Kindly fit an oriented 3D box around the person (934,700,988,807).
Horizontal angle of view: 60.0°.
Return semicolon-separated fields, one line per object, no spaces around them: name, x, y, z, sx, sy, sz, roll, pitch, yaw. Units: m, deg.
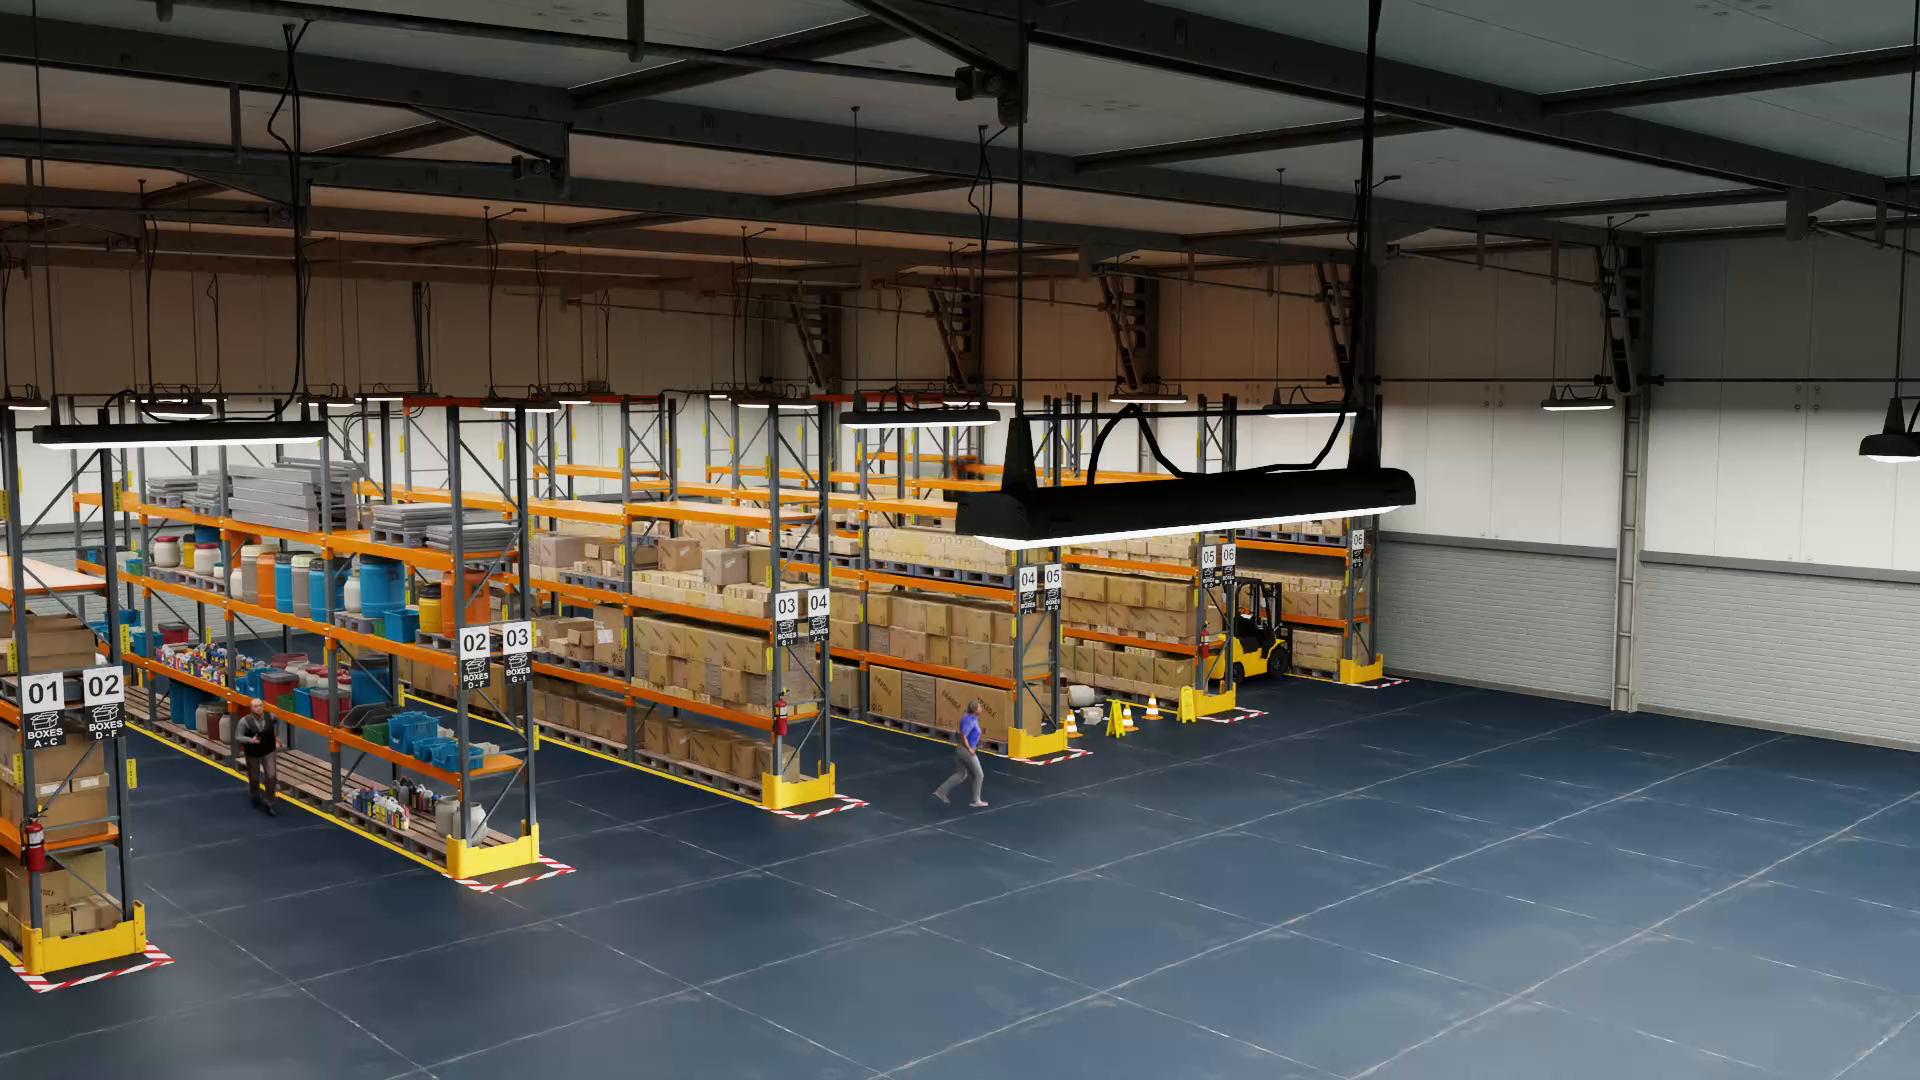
person;0.030;3.155;24.428;0.822;1.627;0.595;-1;6;-7

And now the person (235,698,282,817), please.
person;-10.246;3.141;24.304;0.654;1.715;0.965;-3;6;-29

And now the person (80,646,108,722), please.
person;-15.499;2.631;29.589;0.697;1.713;0.766;-4;7;-37
